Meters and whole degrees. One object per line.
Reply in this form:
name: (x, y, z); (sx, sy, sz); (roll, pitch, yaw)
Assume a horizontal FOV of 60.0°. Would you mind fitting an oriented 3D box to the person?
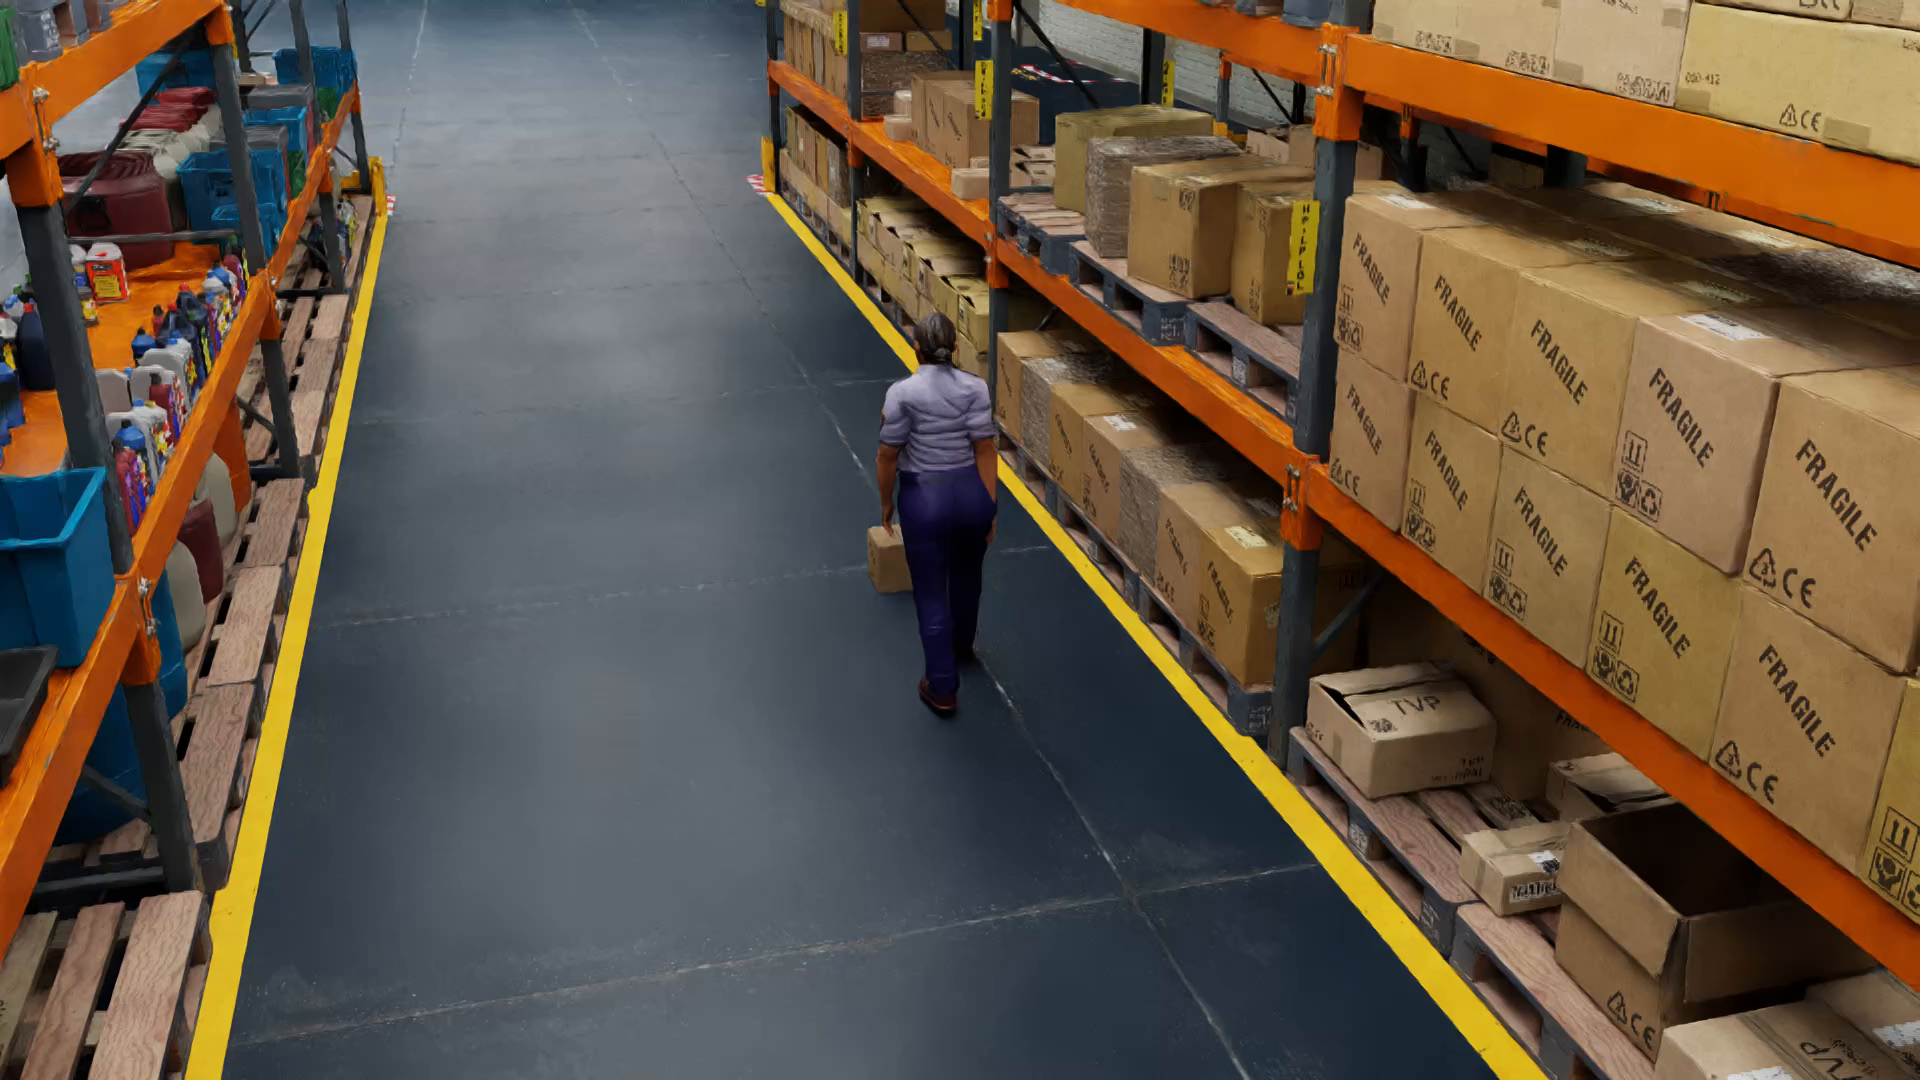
person: (-0.108, -0.154, 6.982); (0.506, 1.608, 0.746); (-7, 24, -16)
